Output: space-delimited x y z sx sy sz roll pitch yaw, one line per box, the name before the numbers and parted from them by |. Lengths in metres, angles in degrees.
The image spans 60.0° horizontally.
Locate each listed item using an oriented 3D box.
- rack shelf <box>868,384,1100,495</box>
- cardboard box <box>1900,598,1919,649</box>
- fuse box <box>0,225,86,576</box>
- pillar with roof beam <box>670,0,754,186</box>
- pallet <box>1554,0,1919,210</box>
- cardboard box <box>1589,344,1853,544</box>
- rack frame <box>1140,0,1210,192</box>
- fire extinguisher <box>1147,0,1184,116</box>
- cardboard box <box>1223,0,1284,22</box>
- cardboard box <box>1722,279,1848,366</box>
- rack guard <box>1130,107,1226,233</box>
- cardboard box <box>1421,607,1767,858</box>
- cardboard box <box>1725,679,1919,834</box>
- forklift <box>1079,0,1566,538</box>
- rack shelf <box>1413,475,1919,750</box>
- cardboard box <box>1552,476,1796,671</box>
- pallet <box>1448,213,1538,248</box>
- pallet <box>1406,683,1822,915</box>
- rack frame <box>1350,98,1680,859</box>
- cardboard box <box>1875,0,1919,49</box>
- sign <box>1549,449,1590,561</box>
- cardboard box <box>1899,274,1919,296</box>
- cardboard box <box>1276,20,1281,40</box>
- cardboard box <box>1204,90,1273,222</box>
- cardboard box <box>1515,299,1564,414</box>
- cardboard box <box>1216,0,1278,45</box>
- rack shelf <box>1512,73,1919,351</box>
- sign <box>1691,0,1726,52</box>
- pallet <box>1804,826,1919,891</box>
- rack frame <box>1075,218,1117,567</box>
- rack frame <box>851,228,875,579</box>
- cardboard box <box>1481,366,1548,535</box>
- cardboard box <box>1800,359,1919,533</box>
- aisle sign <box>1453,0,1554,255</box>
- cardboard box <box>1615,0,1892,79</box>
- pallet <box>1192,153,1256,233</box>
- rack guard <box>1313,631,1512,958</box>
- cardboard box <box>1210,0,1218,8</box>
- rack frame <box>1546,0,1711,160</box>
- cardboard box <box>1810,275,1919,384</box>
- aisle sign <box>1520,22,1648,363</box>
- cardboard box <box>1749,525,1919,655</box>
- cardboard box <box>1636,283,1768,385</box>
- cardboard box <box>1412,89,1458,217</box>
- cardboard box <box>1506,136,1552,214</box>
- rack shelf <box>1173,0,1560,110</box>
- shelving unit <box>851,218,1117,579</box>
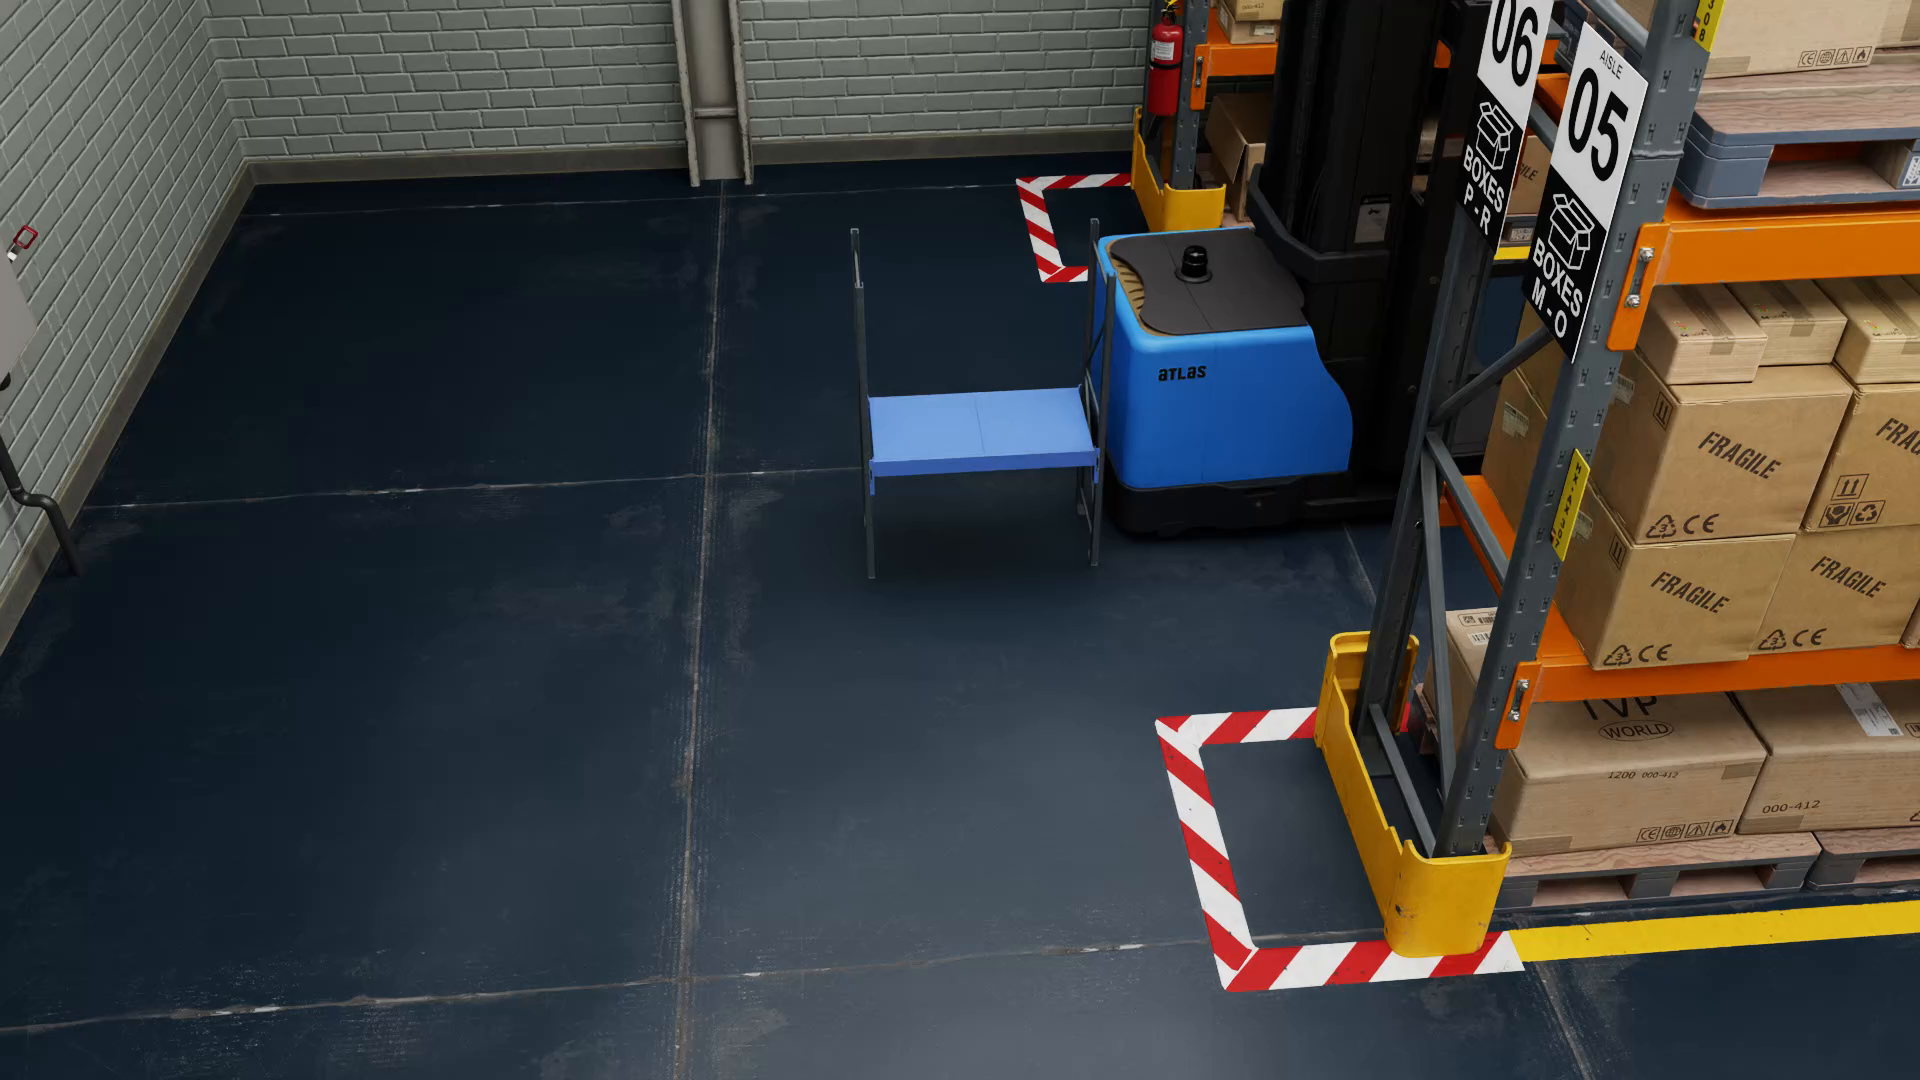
rack shelf | 0.085 -0.452 7.403 1.000 0.185 0.538 -3 38 -4
cardboard box | 3.187 -0.018 5.271 0.500 0.500 0.500 -3 38 -4
fuse box | -3.981 -0.543 7.056 0.414 1.711 0.539 -3 38 -4
pillar with roof beam | -1.153 -3.238 4.589 0.400 9.000 9.100 -3 38 -4
pallet | 2.412 -1.258 4.573 1.213 0.211 1.003 -3 38 -4
cardboard box | 2.177 -0.351 4.885 0.500 0.500 0.500 -4 38 -5
rack frame | 1.231 -3.131 9.296 0.127 3.000 1.000 -3 38 -4
fire extinguisher | 1.125 -2.661 9.064 0.183 0.674 0.296 -3 38 -4
cardboard box | 1.707 -3.047 9.071 0.500 0.250 0.500 -3 38 -4
cardboard box | 2.307 -0.662 4.755 0.250 0.149 0.380 -2 38 -3
rack guard | 1.306 -2.153 10.076 0.348 0.500 1.175 -3 38 -4
cardboard box | 2.323 0.675 6.203 0.875 0.438 0.875 -4 38 -6
cardboard box | 3.234 0.619 6.273 0.875 0.438 0.875 -2 38 -3
forklift | 2.154 -1.580 7.386 3.031 2.935 1.130 -5 39 -7
rack shelf | 3.666 0.104 5.777 4.000 0.370 1.077 -3 38 -4
cardboard box | 2.178 0.043 5.193 0.500 0.500 0.500 -3 38 -4
pallet | 3.313 -2.149 10.304 1.213 0.211 1.003 -3 38 -4
pallet | 2.464 0.934 6.396 1.213 0.211 1.003 -3 38 -4
rack frame | 1.674 -0.068 5.415 0.127 3.000 1.000 -3 38 -4
cardboard box | 2.525 -1.504 4.596 0.250 0.149 0.380 -6 39 -7
sign | 1.717 -0.096 4.688 0.005 0.325 0.100 -3 38 -4
cardboard box | 2.837 -0.631 4.716 0.250 0.149 0.380 -4 38 -5
cardboard box | 1.832 -2.923 9.236 0.250 0.149 0.380 -2 38 -3
cardboard box | 1.848 -2.291 9.908 0.637 0.503 0.797 -5 39 -6
cardboard box | 2.133 -0.673 5.294 0.500 0.500 0.500 -2 38 -2
cardboard box | 1.583 -2.881 9.182 0.250 0.149 0.380 -3 38 -4
rack shelf | 3.666 -1.073 4.848 4.000 0.370 1.077 -3 38 -4
sign | 1.717 -1.277 3.756 0.005 0.325 0.100 -3 38 -4
pallet | 3.676 0.869 6.478 1.213 0.211 1.003 -3 38 -4
rack frame | 0.591 -0.621 7.327 0.032 1.500 0.500 -3 38 -4
rack frame | -0.421 -0.566 7.256 0.032 1.500 0.500 -3 38 -4
cardboard box | 2.131 -0.297 5.624 0.500 0.500 0.500 -3 38 -4
cardboard box | 2.692 -0.383 4.926 0.500 0.500 0.500 -4 38 -5
aisle sign | 1.575 -1.276 4.847 0.004 0.787 0.394 -3 38 -4
cardboard box | 2.114 -1.471 4.473 0.500 0.250 0.500 -6 39 -8
pallet | 2.101 -2.084 10.221 1.213 0.211 1.003 -3 38 -4
rack guard | 1.650 0.914 6.188 0.348 0.500 1.175 -3 38 -4
cardboard box | 1.537 -3.216 9.607 0.250 0.149 0.380 -4 38 -4
rack frame | 1.674 -2.423 3.557 0.127 3.000 1.000 -3 38 -4
cardboard box | 2.576 -0.605 4.684 0.250 0.149 0.380 -2 38 -3
aisle sign | 1.628 -0.906 4.378 0.004 0.787 0.394 -3 38 -4
cardboard box | 2.679 -0.002 5.250 0.500 0.500 0.500 -4 38 -5
cardboard box | 2.052 -0.603 4.682 0.250 0.149 0.380 -2 38 -3
cardboard box | 2.703 -2.312 9.938 0.500 0.500 0.700 -2 38 -2
cardboard box | 3.239 -2.279 9.896 0.500 0.500 0.500 -2 38 -3
rack shelf | 3.223 -2.958 9.658 4.000 0.370 1.077 -3 38 -4
shelving unit | 0.085 -0.593 7.291 1.048 1.500 0.538 -3 38 -4
